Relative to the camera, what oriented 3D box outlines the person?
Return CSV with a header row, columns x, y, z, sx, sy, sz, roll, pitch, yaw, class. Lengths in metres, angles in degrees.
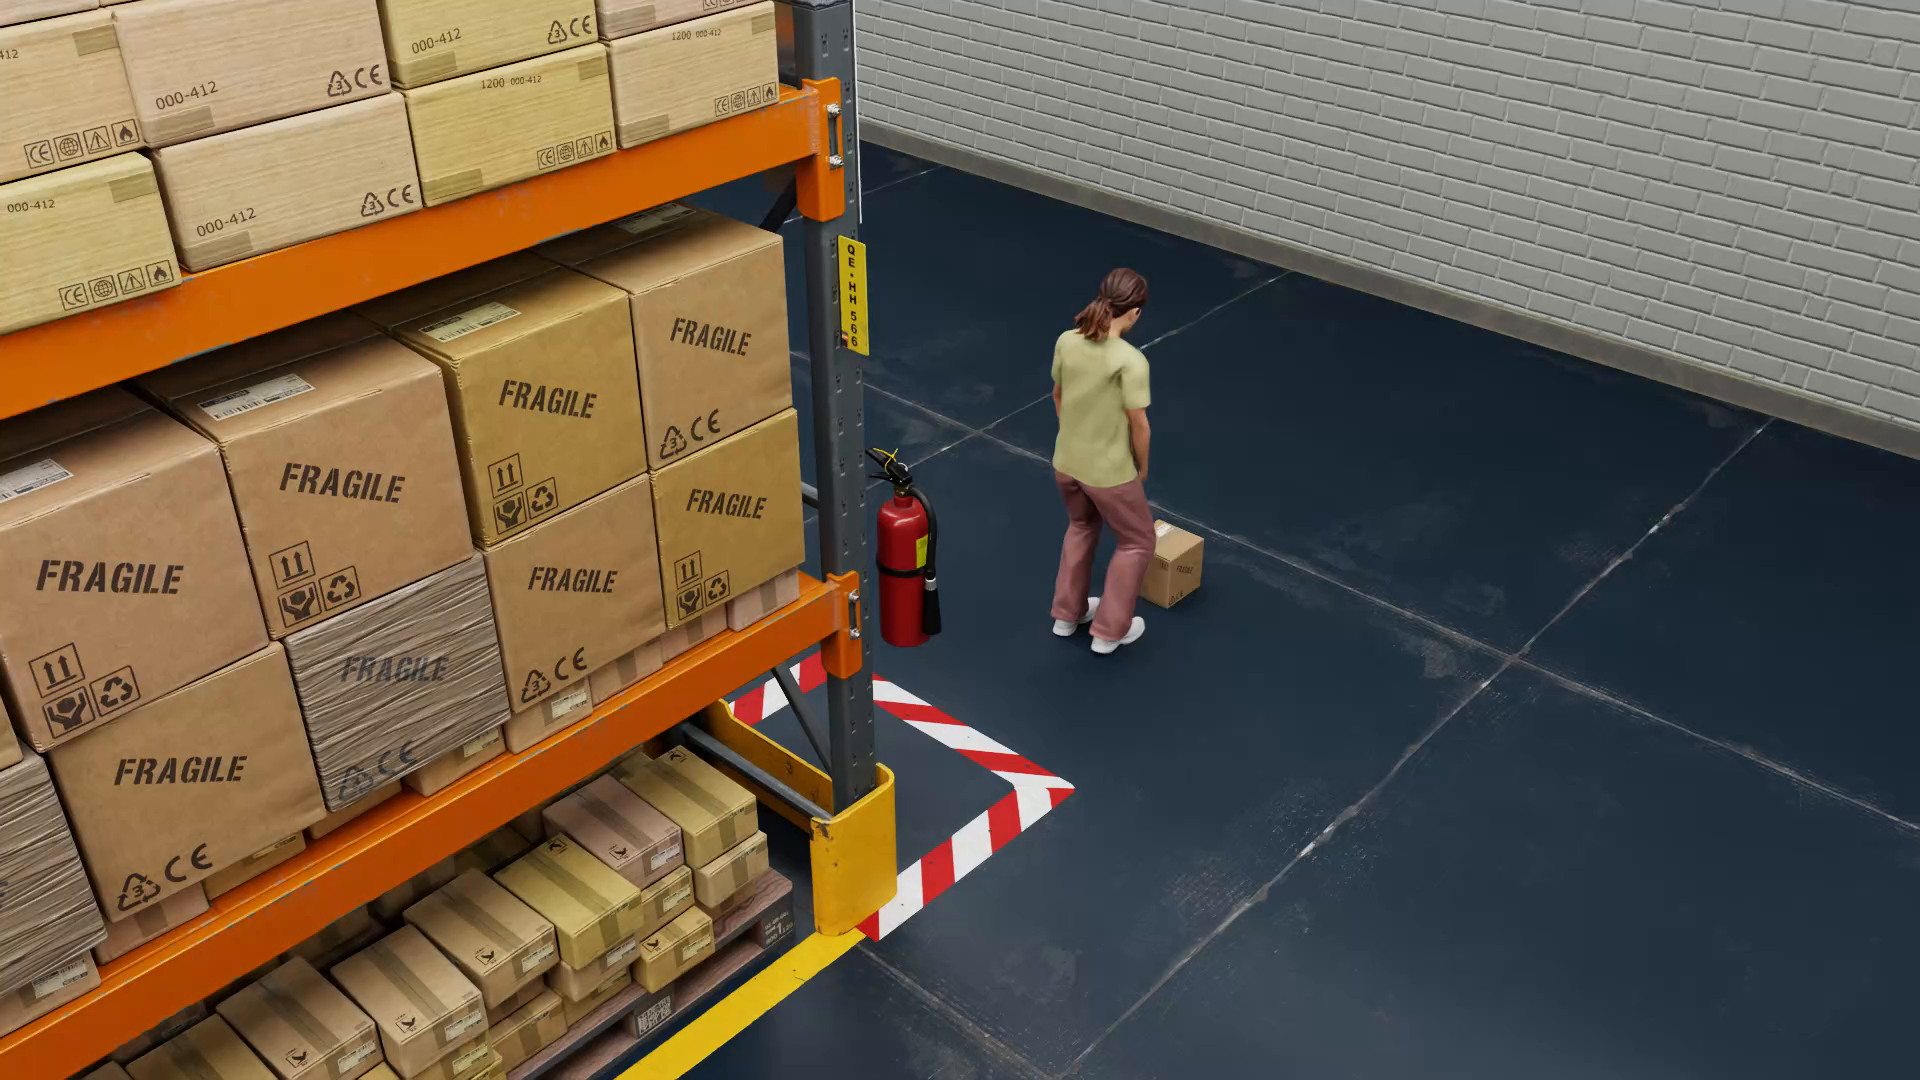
x,y,z,sx,sy,sz,roll,pitch,yaw,class
0.565,-0.215,6.764,0.474,1.399,0.406,26,40,36,person
